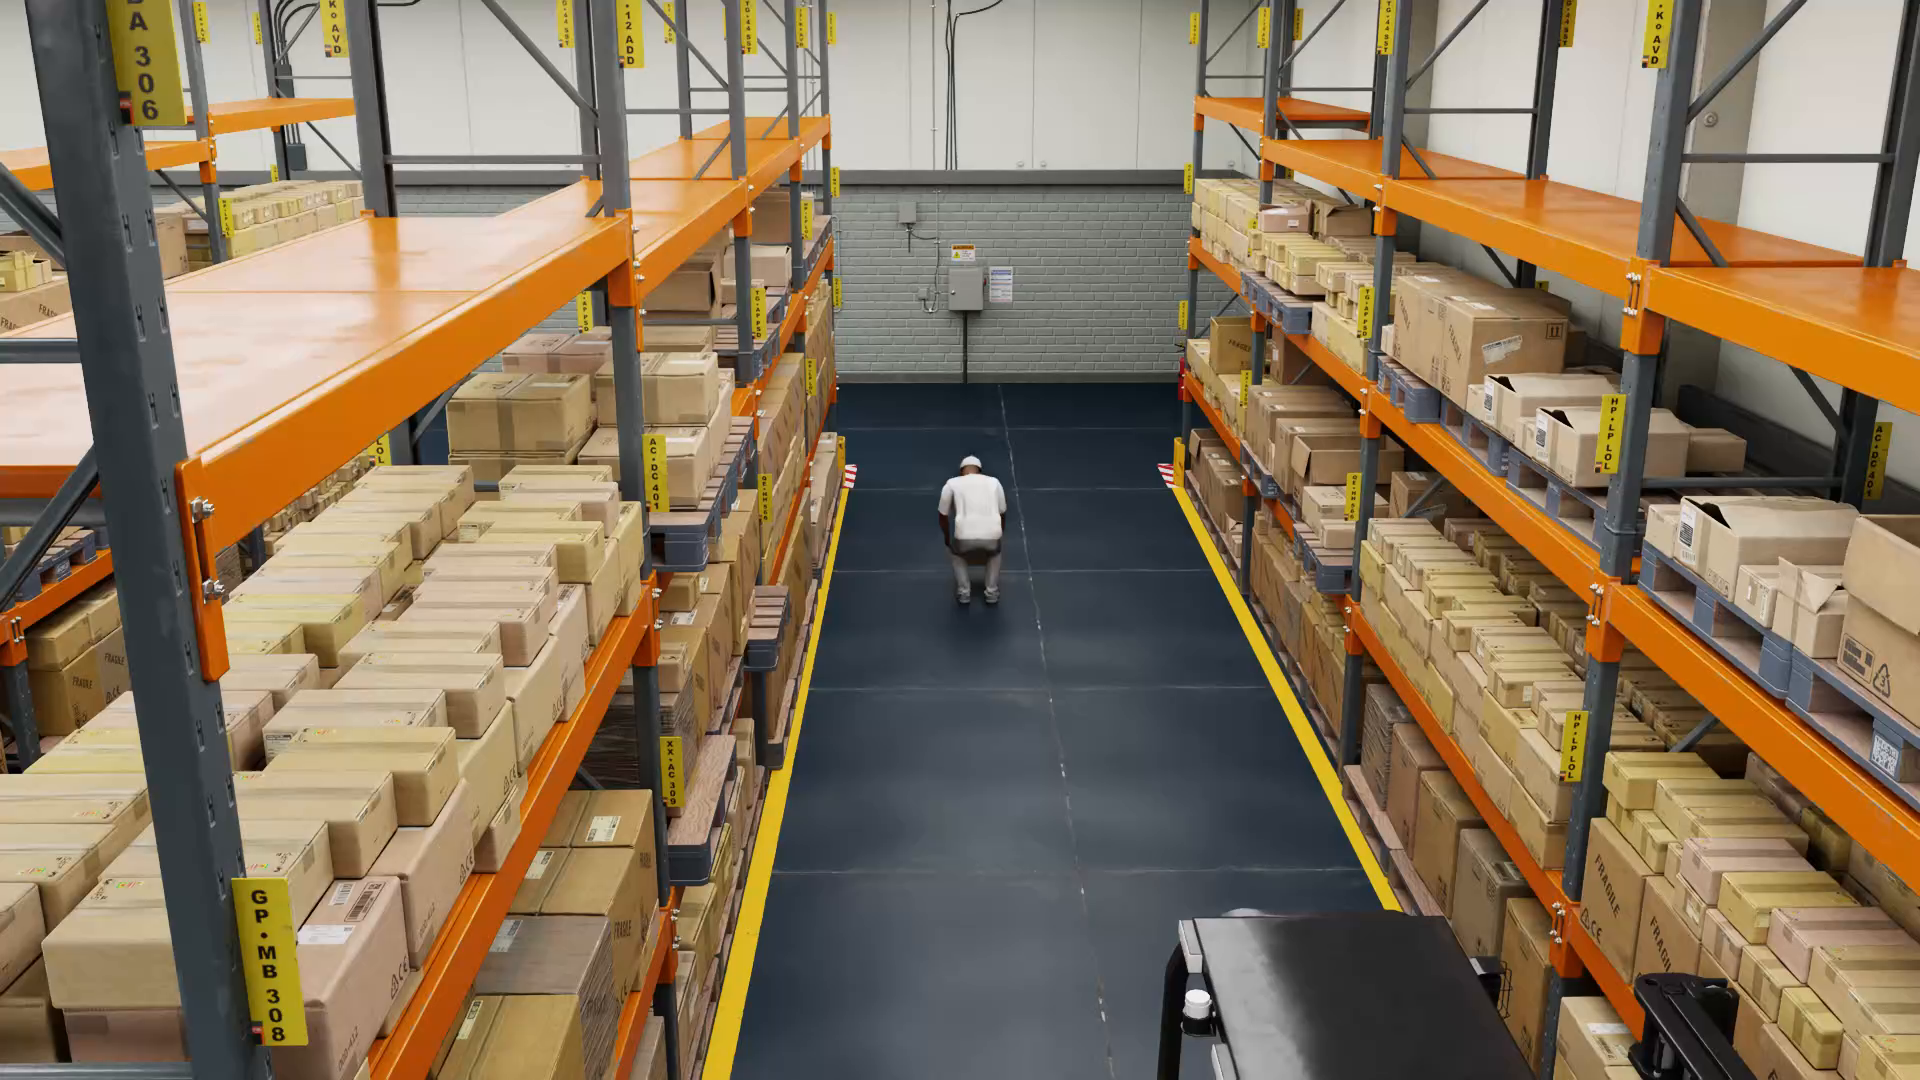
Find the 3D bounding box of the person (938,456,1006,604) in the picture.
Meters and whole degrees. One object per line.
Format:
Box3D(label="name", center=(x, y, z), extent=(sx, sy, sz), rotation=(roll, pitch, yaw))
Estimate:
Box3D(label="person", center=(0.113, -0.085, 15.149), extent=(0.626, 1.260, 0.823), rotation=(0, 17, -1))
